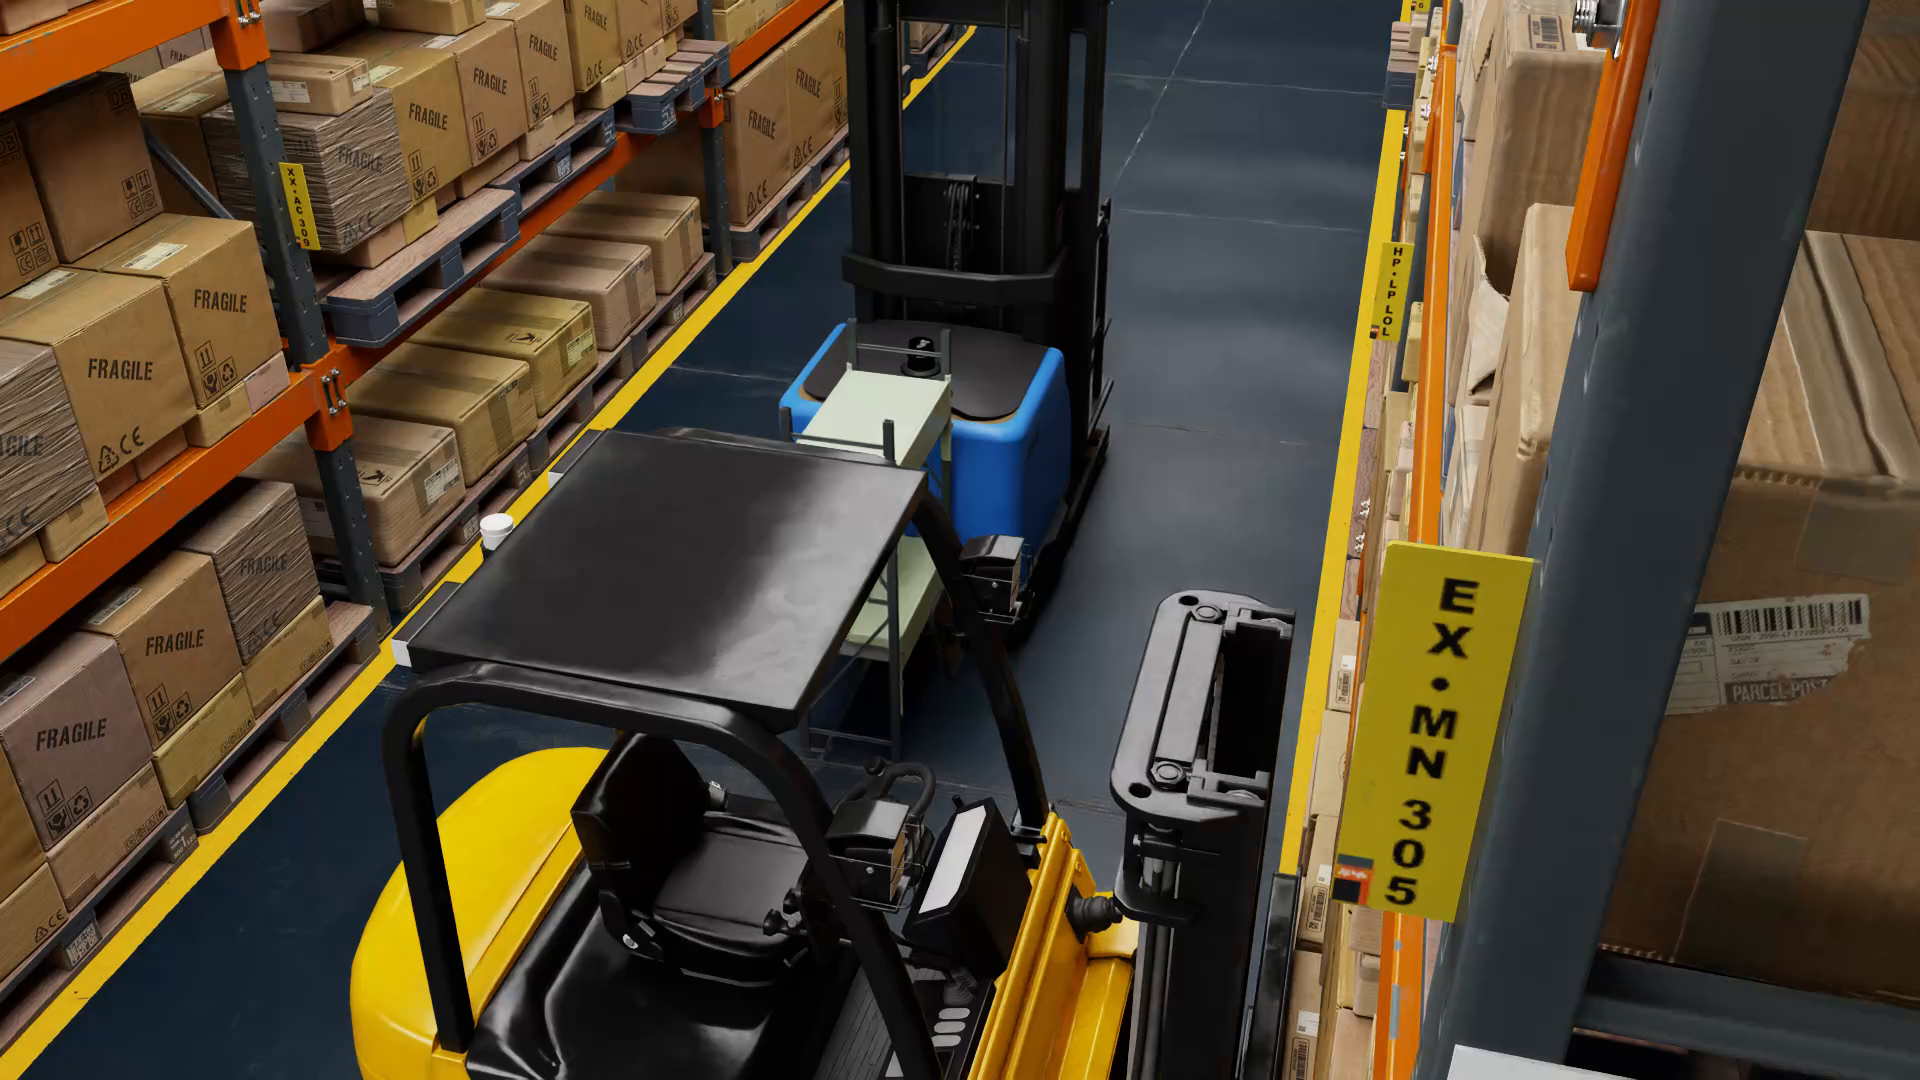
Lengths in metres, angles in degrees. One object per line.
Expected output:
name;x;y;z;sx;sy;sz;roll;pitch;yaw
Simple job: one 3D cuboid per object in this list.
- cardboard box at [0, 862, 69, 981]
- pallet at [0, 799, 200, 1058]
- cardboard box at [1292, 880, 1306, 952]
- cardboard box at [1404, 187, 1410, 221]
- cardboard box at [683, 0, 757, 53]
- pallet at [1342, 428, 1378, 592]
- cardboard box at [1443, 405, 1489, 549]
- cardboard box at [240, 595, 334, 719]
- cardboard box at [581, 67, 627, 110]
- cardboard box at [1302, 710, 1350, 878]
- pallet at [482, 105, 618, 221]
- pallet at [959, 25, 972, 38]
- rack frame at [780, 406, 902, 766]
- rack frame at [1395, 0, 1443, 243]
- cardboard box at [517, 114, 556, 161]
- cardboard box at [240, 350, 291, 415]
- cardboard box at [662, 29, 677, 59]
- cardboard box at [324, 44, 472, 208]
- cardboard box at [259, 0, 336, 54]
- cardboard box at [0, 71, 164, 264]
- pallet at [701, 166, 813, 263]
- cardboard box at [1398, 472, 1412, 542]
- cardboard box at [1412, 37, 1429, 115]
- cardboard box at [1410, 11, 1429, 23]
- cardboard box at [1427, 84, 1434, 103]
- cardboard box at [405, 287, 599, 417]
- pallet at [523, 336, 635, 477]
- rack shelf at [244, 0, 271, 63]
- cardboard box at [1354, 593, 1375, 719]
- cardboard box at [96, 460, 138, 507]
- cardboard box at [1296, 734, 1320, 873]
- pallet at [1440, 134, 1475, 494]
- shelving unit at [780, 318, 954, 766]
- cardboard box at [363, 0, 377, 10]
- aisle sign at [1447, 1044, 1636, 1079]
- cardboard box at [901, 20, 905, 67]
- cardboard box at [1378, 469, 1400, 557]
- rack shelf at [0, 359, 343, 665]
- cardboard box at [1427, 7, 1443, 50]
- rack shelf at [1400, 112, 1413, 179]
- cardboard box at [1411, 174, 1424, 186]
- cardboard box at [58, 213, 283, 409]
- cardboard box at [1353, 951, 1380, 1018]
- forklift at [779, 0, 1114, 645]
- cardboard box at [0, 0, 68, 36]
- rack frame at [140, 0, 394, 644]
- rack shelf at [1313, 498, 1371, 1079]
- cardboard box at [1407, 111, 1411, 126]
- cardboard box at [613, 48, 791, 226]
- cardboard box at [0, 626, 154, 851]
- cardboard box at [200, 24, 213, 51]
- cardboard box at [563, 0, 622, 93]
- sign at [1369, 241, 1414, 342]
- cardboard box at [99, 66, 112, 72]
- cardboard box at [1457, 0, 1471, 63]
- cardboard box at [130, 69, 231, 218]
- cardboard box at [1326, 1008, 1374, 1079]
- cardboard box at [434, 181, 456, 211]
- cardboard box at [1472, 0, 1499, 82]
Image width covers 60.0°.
cardboard box;-3.214;1.212;5.220;0.500;0.250;0.500;10;34;16
pallet;-3.378;1.248;5.591;1.003;0.211;1.213;8;33;12
cardboard box;1.182;1.258;4.680;0.500;0.250;0.500;8;33;12
cardboard box;2.278;-1.531;7.501;0.500;0.250;0.500;7;33;11
cardboard box;-1.551;-3.150;10.048;0.500;0.250;0.500;7;33;12
pallet;2.325;-0.090;7.694;1.003;0.211;1.213;8;33;12
cardboard box;0.770;-0.019;1.937;0.380;0.149;0.250;7;33;11
cardboard box;-2.824;0.409;6.482;0.500;0.250;0.500;10;34;15
cardboard box;-1.921;-2.302;8.418;0.380;0.149;0.250;9;33;13
cardboard box;1.303;0.790;4.951;0.500;0.250;0.500;8;33;12
pallet;-2.381;-1.880;8.089;1.003;0.211;1.213;8;33;12
pallet;-0.327;-4.911;15.279;1.003;0.211;1.213;8;33;12
rack frame;-0.417;0.208;6.024;0.400;1.500;0.023;8;33;13
rack frame;2.883;-2.319;8.603;1.000;3.000;0.127;8;33;12
cardboard box;-2.130;-1.905;7.794;0.380;0.149;0.250;9;34;14
cardboard box;-2.720;-0.603;6.137;0.380;0.149;0.250;8;33;12
cardboard box;-1.772;-2.713;9.065;0.380;0.149;0.250;9;33;13
cardboard box;-2.411;-1.727;6.908;0.500;0.500;0.500;8;33;13
cardboard box;-2.873;-2.166;6.995;0.380;0.149;0.250;7;33;11
cardboard box;-3.255;-1.308;5.710;0.700;0.500;0.500;8;33;12
pallet;-1.646;-2.215;11.038;1.003;0.211;1.213;8;33;12
cardboard box;1.261;-0.021;4.011;0.380;0.149;0.250;8;33;12
cardboard box;2.510;-2.274;8.204;0.500;0.250;0.500;8;33;12
cardboard box;2.838;-3.025;9.461;0.500;0.250;0.500;6;33;10
cardboard box;2.200;-1.839;7.149;0.380;0.149;0.250;9;33;13
cardboard box;-2.449;-0.993;8.574;0.950;0.372;0.625;9;34;14
pallet;-2.430;-0.780;8.780;1.003;0.211;1.213;8;33;12
rack shelf;-2.426;-2.918;7.418;1.077;0.370;4.000;8;33;12
cardboard box;1.260;0.444;4.162;0.500;0.500;0.500;8;33;12
cardboard box;-2.995;-0.221;5.536;0.380;0.149;0.250;8;33;12
cardboard box;1.425;0.945;5.638;0.500;0.250;0.500;8;33;13
pallet;1.365;-0.395;2.862;1.003;0.211;1.213;8;33;12
shelving unit;-0.323;0.019;6.323;0.431;1.500;0.755;8;33;13
cardboard box;-2.645;-2.330;7.857;0.500;0.500;0.500;7;33;11
aisle sign;0.553;0.729;1.384;0.394;0.787;0.004;8;33;12
cardboard box;-0.984;-4.017;12.862;0.875;0.875;0.875;9;34;14
cardboard box;1.295;-0.039;4.317;0.380;0.149;0.250;9;33;13
rack shelf;-3.441;0.424;4.958;1.077;0.370;4.000;8;33;12
cardboard box;2.518;-2.510;8.205;0.380;0.149;0.250;9;34;14
rack shelf;3.391;-3.054;10.428;1.077;0.370;4.000;8;33;12
cardboard box;2.005;-1.213;6.537;0.500;0.250;0.500;9;33;13
cardboard box;-2.806;-0.821;5.875;0.500;0.500;0.500;7;33;11
cardboard box;0.927;0.763;3.056;0.380;0.149;0.250;7;33;11
forklift;0.129;-1.582;7.507;1.130;2.935;3.031;8;33;13
cardboard box;-2.910;-1.617;4.936;0.380;0.149;0.250;8;33;13
rack frame;-2.934;-0.918;6.397;1.000;3.000;0.127;8;33;12
rack shelf;1.361;1.098;3.898;1.077;0.370;4.000;8;33;12
cardboard box;3.558;-3.297;12.079;0.500;0.500;0.500;9;34;14
cardboard box;-1.663;-2.621;10.666;0.875;0.875;0.875;8;33;12
cardboard box;-3.080;0.622;5.449;0.500;0.500;0.500;10;34;15
cardboard box;-5.926;-3.863;12.969;0.500;0.500;0.500;7;33;11
cardboard box;-2.013;-2.533;8.176;0.500;0.500;0.500;6;33;9
sign;1.341;-0.768;5.156;0.100;0.325;0.005;8;33;12
cardboard box;-6.306;-3.069;11.721;0.500;0.500;0.500;7;33;10
cardboard box;1.422;-1.293;3.790;0.500;0.311;0.500;9;33;13
cardboard box;-3.039;-1.533;6.604;0.500;0.500;0.500;7;33;11
cardboard box;0.865;1.231;2.925;0.500;0.500;0.500;9;34;14
cardboard box;-2.418;-1.518;7.185;0.380;0.149;0.250;10;34;15
cardboard box;1.272;-0.776;2.798;0.797;0.503;0.637;9;34;14
